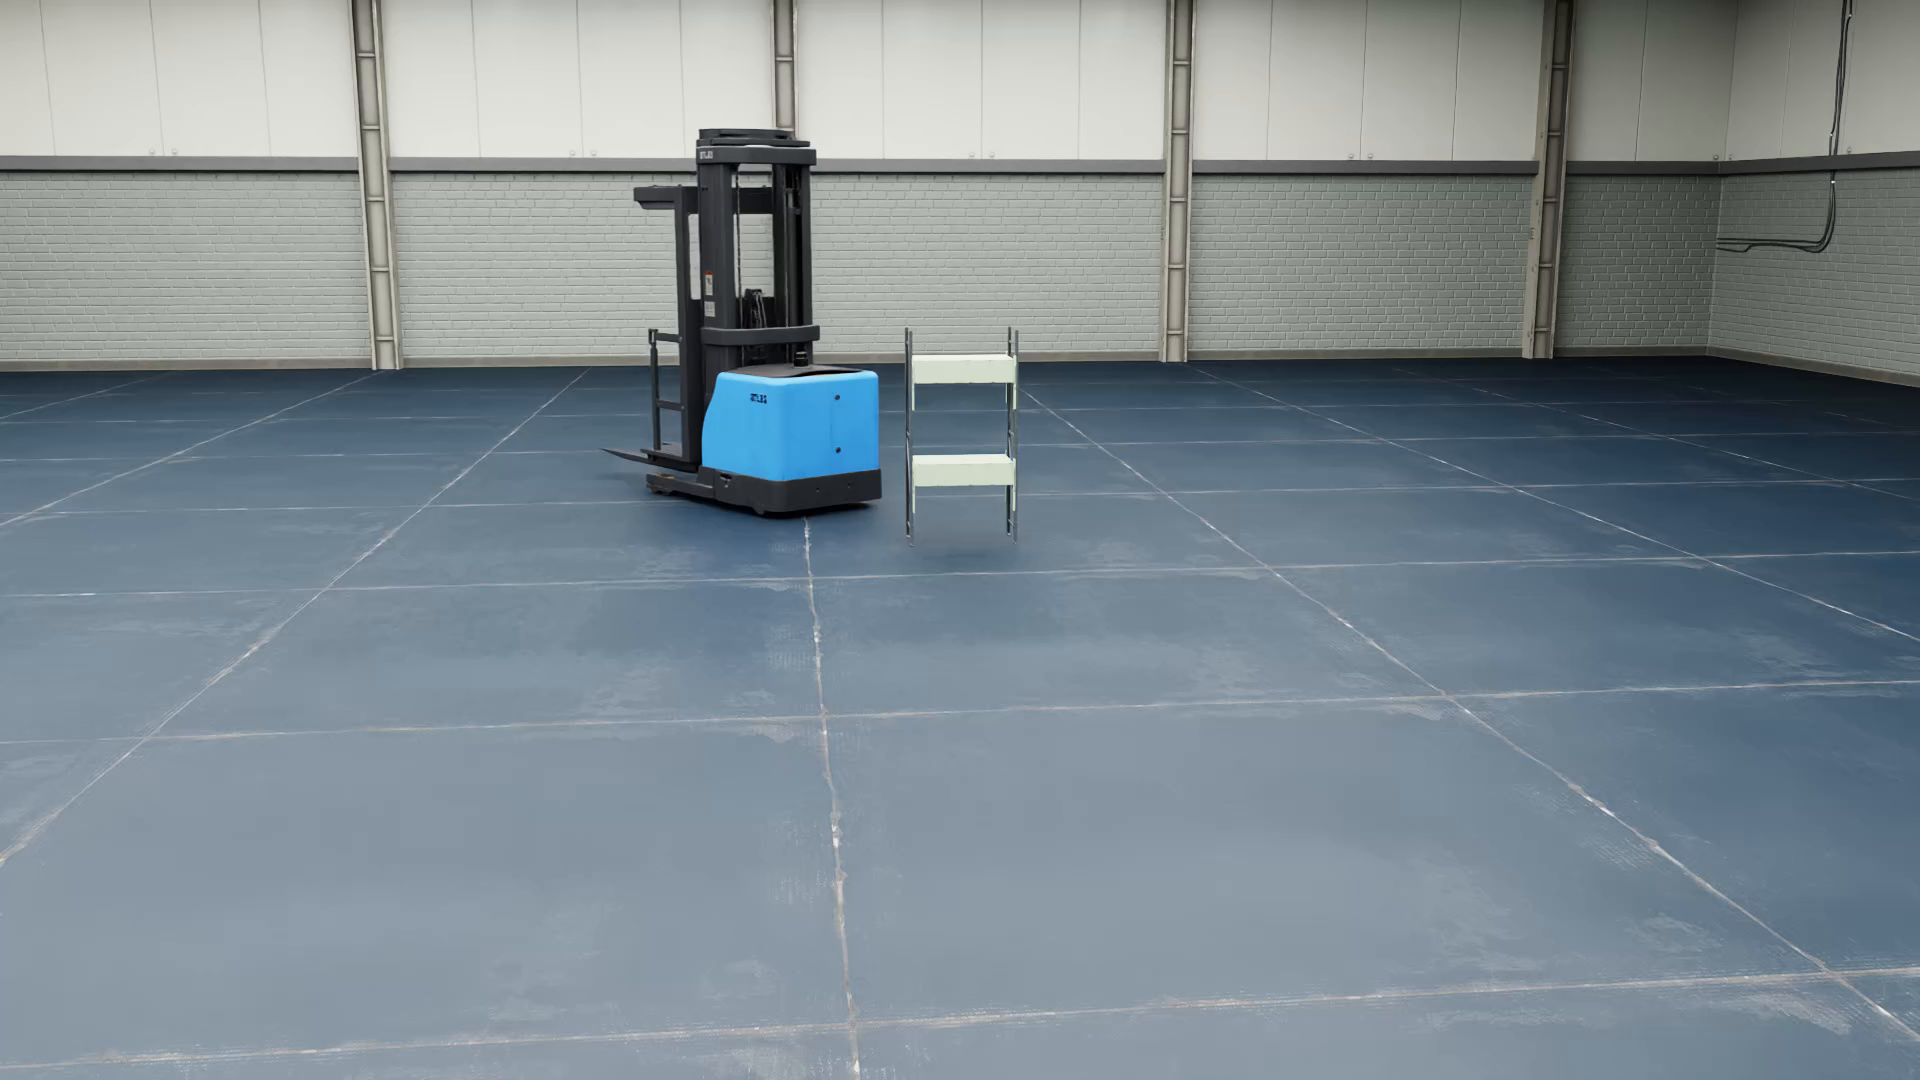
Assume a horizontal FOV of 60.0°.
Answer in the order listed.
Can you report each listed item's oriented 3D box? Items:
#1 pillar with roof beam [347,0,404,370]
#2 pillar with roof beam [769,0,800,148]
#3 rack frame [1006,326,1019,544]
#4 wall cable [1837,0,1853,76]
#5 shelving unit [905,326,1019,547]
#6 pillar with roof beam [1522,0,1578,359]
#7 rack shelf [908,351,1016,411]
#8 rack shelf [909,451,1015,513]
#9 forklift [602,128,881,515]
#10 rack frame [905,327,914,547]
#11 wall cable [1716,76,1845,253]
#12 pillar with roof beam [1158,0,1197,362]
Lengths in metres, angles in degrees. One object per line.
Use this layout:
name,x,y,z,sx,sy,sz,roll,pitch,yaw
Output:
pillar with roof beam,-8.112,-6.161,19.878,0.400,9.000,9.100,-1,11,-6
pillar with roof beam,-2.147,-6.286,20.513,0.400,9.000,9.100,-1,11,-6
rack frame,0.371,-0.744,11.763,0.023,1.500,0.400,-1,11,-6
wall cable,12.682,-7.605,22.180,0.112,2.526,3.097,-1,11,-6
shelving unit,0.007,-0.736,11.724,0.755,1.500,0.431,-1,11,-6
pillar with roof beam,9.783,-6.536,21.785,0.400,9.000,9.100,-1,11,-6
rack shelf,0.007,-1.119,11.649,0.720,0.370,0.431,-1,11,-6
rack shelf,0.007,-0.416,11.787,0.720,0.370,0.431,-1,11,-6
forklift,-1.963,-1.856,13.709,1.130,2.935,3.031,-9,15,-40
rack frame,-0.357,-0.728,11.685,0.023,1.500,0.400,-1,11,-6
wall cable,12.390,-5.645,25.306,0.112,2.526,3.097,-1,11,-6
pillar with roof beam,3.818,-6.411,21.149,0.400,9.000,9.100,-1,11,-6
